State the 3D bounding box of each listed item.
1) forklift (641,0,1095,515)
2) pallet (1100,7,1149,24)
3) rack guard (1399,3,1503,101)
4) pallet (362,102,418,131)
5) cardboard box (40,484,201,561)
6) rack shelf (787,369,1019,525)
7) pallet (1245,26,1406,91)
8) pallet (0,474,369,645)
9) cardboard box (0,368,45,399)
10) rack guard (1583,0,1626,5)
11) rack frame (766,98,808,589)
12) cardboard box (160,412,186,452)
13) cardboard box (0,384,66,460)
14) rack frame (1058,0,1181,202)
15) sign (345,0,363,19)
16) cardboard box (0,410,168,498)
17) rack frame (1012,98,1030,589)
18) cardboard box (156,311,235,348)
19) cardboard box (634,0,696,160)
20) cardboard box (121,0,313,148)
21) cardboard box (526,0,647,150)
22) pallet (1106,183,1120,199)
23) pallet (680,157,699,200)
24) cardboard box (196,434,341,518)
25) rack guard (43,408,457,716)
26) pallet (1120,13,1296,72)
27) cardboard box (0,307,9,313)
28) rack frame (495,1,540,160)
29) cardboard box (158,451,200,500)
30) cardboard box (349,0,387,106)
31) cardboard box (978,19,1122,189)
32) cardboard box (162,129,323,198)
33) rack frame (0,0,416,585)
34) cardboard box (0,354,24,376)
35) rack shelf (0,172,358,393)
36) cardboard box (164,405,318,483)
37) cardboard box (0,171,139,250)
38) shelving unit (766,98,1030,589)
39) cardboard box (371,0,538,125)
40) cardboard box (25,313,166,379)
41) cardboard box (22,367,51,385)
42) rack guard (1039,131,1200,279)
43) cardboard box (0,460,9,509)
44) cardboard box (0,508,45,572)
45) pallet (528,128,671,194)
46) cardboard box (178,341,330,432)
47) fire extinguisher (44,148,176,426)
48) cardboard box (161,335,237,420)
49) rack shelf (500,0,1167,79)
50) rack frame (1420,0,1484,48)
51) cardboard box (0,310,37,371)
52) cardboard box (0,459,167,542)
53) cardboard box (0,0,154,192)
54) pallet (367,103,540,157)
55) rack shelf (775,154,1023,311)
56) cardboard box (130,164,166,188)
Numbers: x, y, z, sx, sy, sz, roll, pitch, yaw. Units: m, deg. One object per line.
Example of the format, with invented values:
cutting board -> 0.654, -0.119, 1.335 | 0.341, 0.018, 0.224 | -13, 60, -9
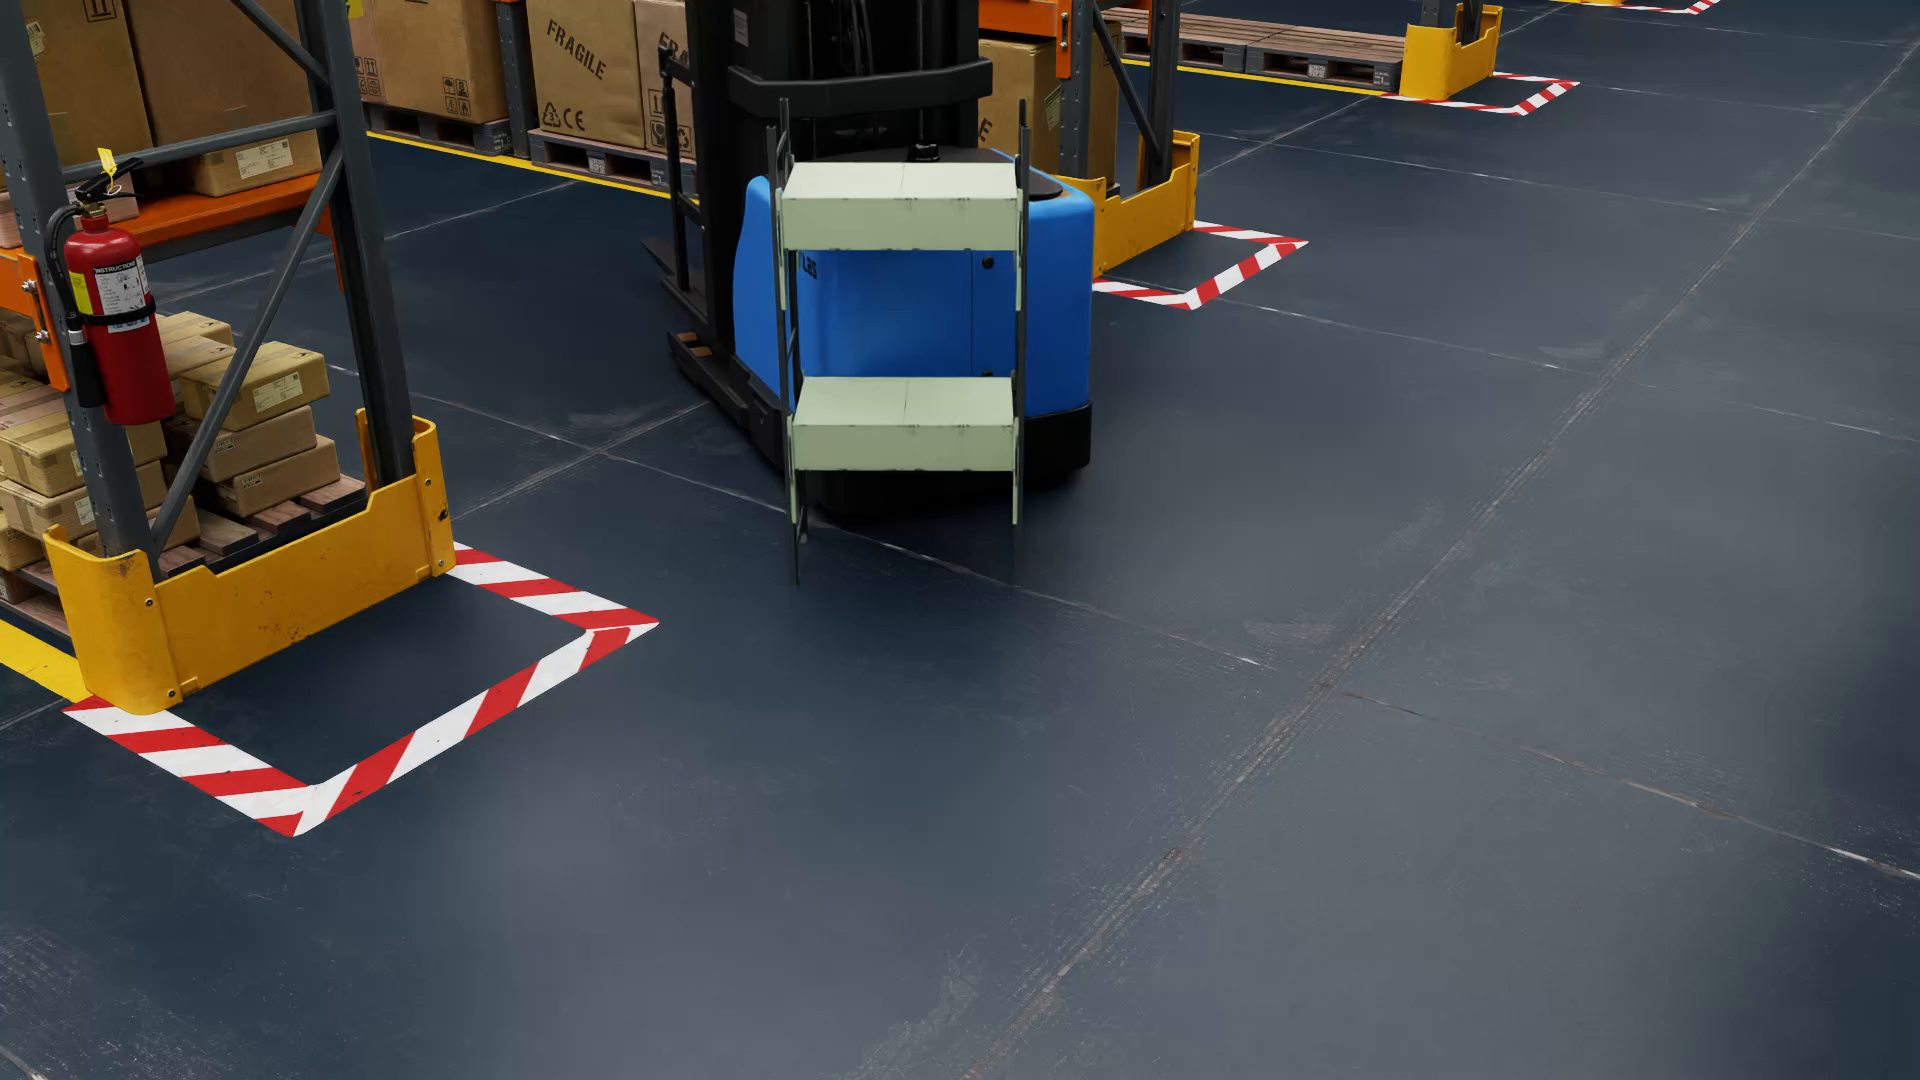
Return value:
forklift -> -0.608, -2.035, 6.518 | 1.130, 2.935, 3.031 | -12, 29, -23
pallet -> 0.951, -4.356, 14.076 | 1.213, 0.211, 1.003 | 17, 32, 30
rack guard -> 3.647, -3.630, 12.332 | 0.348, 0.500, 1.175 | 17, 32, 30
pallet -> -4.170, -3.161, 11.729 | 1.213, 0.211, 1.003 | 17, 32, 30
cardboard box -> -2.628, -0.039, 5.200 | 0.250, 0.149, 0.380 | 18, 32, 31
rack shelf -> -0.175, -0.308, 5.421 | 0.720, 0.370, 0.431 | 0, 27, 0
pallet -> 2.962, -3.729, 12.845 | 1.213, 0.211, 1.003 | 17, 32, 30
pallet -> -2.788, -0.064, 5.643 | 1.213, 0.211, 1.003 | 17, 32, 30
cardboard box -> -3.116, -0.393, 5.240 | 0.250, 0.149, 0.380 | 17, 31, 29
rack guard -> 6.365, -5.502, 16.010 | 0.348, 0.500, 1.175 | 17, 32, 30
rack frame -> -0.541, -0.600, 5.276 | 0.023, 1.500, 0.400 | 0, 27, 0
cardboard box -> -2.556, -0.437, 5.653 | 0.250, 0.149, 0.380 | 17, 32, 30
cardboard box -> -2.831, -0.374, 5.203 | 0.250, 0.149, 0.380 | 18, 32, 31
rack frame -> 0.815, -2.894, 8.129 | 0.127, 3.000, 1.000 | 17, 32, 30
sign -> -1.769, -1.654, 4.739 | 0.005, 0.325, 0.100 | 17, 32, 30
cardboard box -> -2.656, -0.288, 5.034 | 0.250, 0.149, 0.380 | 18, 32, 31
rack frame -> 0.191, -0.598, 5.271 | 0.023, 1.500, 0.400 | 0, 27, 0
cardboard box -> -2.746, -0.647, 5.739 | 0.250, 0.149, 0.380 | 17, 32, 30
cardboard box -> -1.241, -2.731, 9.688 | 0.875, 0.875, 0.875 | 17, 32, 30
cardboard box -> -2.290, -1.461, 4.876 | 0.500, 0.500, 0.500 | 19, 33, 33
cardboard box -> -1.983, -2.962, 10.142 | 0.875, 0.875, 0.875 | 17, 32, 30
pallet -> 0.112, -1.827, 9.107 | 1.213, 0.211, 1.003 | 17, 32, 30
pallet -> -0.889, -2.141, 9.724 | 1.213, 0.211, 1.003 | 17, 32, 30
cardboard box -> -2.327, -0.236, 5.587 | 0.250, 0.149, 0.380 | 18, 32, 31
rack guard -> -2.139, 0.029, 5.142 | 0.348, 0.500, 1.175 | 17, 32, 30
pallet -> 1.960, -4.043, 13.461 | 1.213, 0.211, 1.003 | 17, 32, 30
cardboard box -> -3.412, -0.839, 6.116 | 0.250, 0.149, 0.380 | 18, 32, 31
rack frame -> -2.482, -3.921, 10.147 | 0.127, 3.000, 1.000 | 17, 32, 30
cardboard box -> -2.589, -0.273, 5.659 | 0.250, 0.149, 0.380 | 17, 32, 30
cardboard box -> -3.758, -3.547, 11.293 | 0.875, 0.875, 1.225 | 16, 31, 29
cardboard box -> 0.243, -2.268, 8.780 | 0.875, 0.875, 0.875 | 17, 32, 30
cardboard box -> -2.158, -1.159, 4.998 | 0.250, 0.149, 0.380 | 17, 32, 30
rack frame -> -2.076, -1.065, 4.536 | 0.127, 3.000, 1.000 | 17, 32, 30
cardboard box -> -3.294, -0.484, 5.417 | 0.250, 0.149, 0.380 | 16, 31, 28
rack shelf -> -3.725, -1.258, 5.709 | 4.000, 0.370, 1.077 | 17, 32, 30
cardboard box -> -2.363, -0.345, 5.473 | 0.250, 0.149, 0.380 | 19, 32, 32
cardboard box -> -2.505, -0.931, 4.550 | 0.250, 0.149, 0.380 | 17, 32, 30
shelving unit -> -0.175, -0.599, 5.273 | 0.755, 1.500, 0.431 | 0, 27, 0
cardboard box -> -3.021, -3.318, 10.842 | 0.875, 0.875, 1.225 | 17, 32, 30
cardboard box -> -2.997, -0.680, 5.803 | 0.250, 0.149, 0.380 | 16, 31, 28
cardboard box -> -3.231, -0.605, 5.985 | 0.250, 0.149, 0.380 | 16, 31, 28
rack guard -> 0.835, -1.774, 8.684 | 0.348, 0.500, 1.175 | 17, 32, 30
cardboard box -> -2.858, -0.231, 5.248 | 0.250, 0.149, 0.380 | 16, 31, 29
cardboard box -> -2.897, -0.067, 5.255 | 0.250, 0.149, 0.380 | 18, 32, 32
pallet -> -1.899, -2.454, 10.339 | 1.213, 0.211, 1.003 | 17, 32, 30
cardboard box -> -2.316, -0.509, 5.467 | 0.250, 0.149, 0.380 | 16, 31, 28
fire extinguisher -> -2.130, -0.628, 4.172 | 0.183, 0.674, 0.296 | 17, 32, 30
cardboard box -> -2.611, -0.535, 5.517 | 0.250, 0.149, 0.380 | 18, 32, 31
rack shelf -> -0.833, -3.087, 9.301 | 4.000, 0.370, 1.077 | 17, 32, 30
rack frame -> 3.620, -4.745, 11.768 | 0.127, 3.000, 1.000 | 17, 32, 30
cardboard box -> -3.221, -0.755, 5.950 | 0.250, 0.149, 0.380 | 19, 32, 32
cardboard box -> -2.673, -0.143, 5.077 | 0.250, 0.149, 0.380 | 16, 31, 29
cardboard box -> -2.592, -1.262, 4.484 | 0.500, 0.500, 0.500 | 18, 32, 31
pallet -> -3.160, -2.848, 11.114 | 1.213, 0.211, 1.003 | 17, 32, 30
rack shelf -> -0.175, -0.947, 5.096 | 0.720, 0.370, 0.431 | 0, 27, 0
cardboard box -> -2.391, -1.209, 5.096 | 0.250, 0.149, 0.380 | 19, 32, 32
